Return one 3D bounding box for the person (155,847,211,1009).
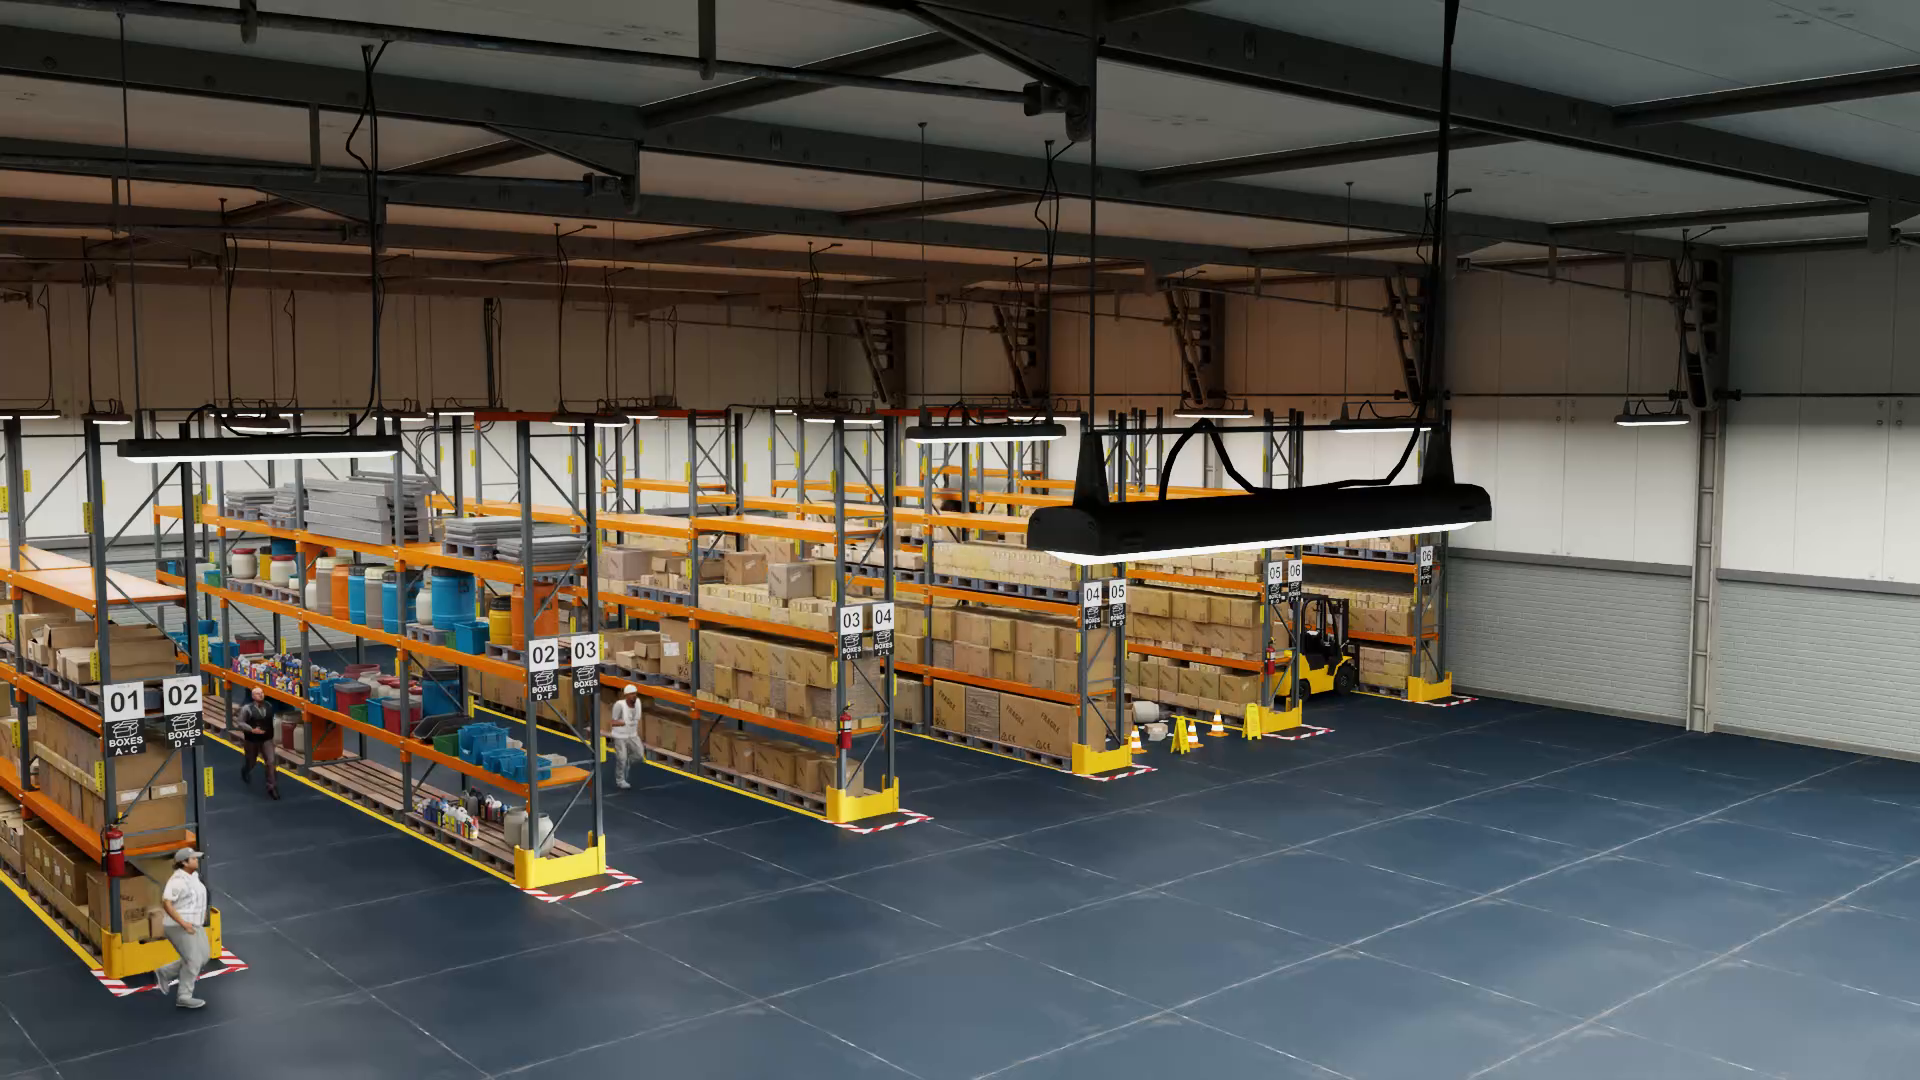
[{"bbox_3d":[-8.105,4.012,17.324,0.564,1.609,0.650,0,5,-3],"label":"person"}]

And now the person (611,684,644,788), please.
[{"bbox_3d":[-5.264,3.138,26.523,0.667,1.707,0.742,-5,7,-42],"label":"person"}]

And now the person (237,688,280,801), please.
[{"bbox_3d":[-11.086,3.182,26.231,0.628,1.730,1.127,-4,7,-41],"label":"person"}]
